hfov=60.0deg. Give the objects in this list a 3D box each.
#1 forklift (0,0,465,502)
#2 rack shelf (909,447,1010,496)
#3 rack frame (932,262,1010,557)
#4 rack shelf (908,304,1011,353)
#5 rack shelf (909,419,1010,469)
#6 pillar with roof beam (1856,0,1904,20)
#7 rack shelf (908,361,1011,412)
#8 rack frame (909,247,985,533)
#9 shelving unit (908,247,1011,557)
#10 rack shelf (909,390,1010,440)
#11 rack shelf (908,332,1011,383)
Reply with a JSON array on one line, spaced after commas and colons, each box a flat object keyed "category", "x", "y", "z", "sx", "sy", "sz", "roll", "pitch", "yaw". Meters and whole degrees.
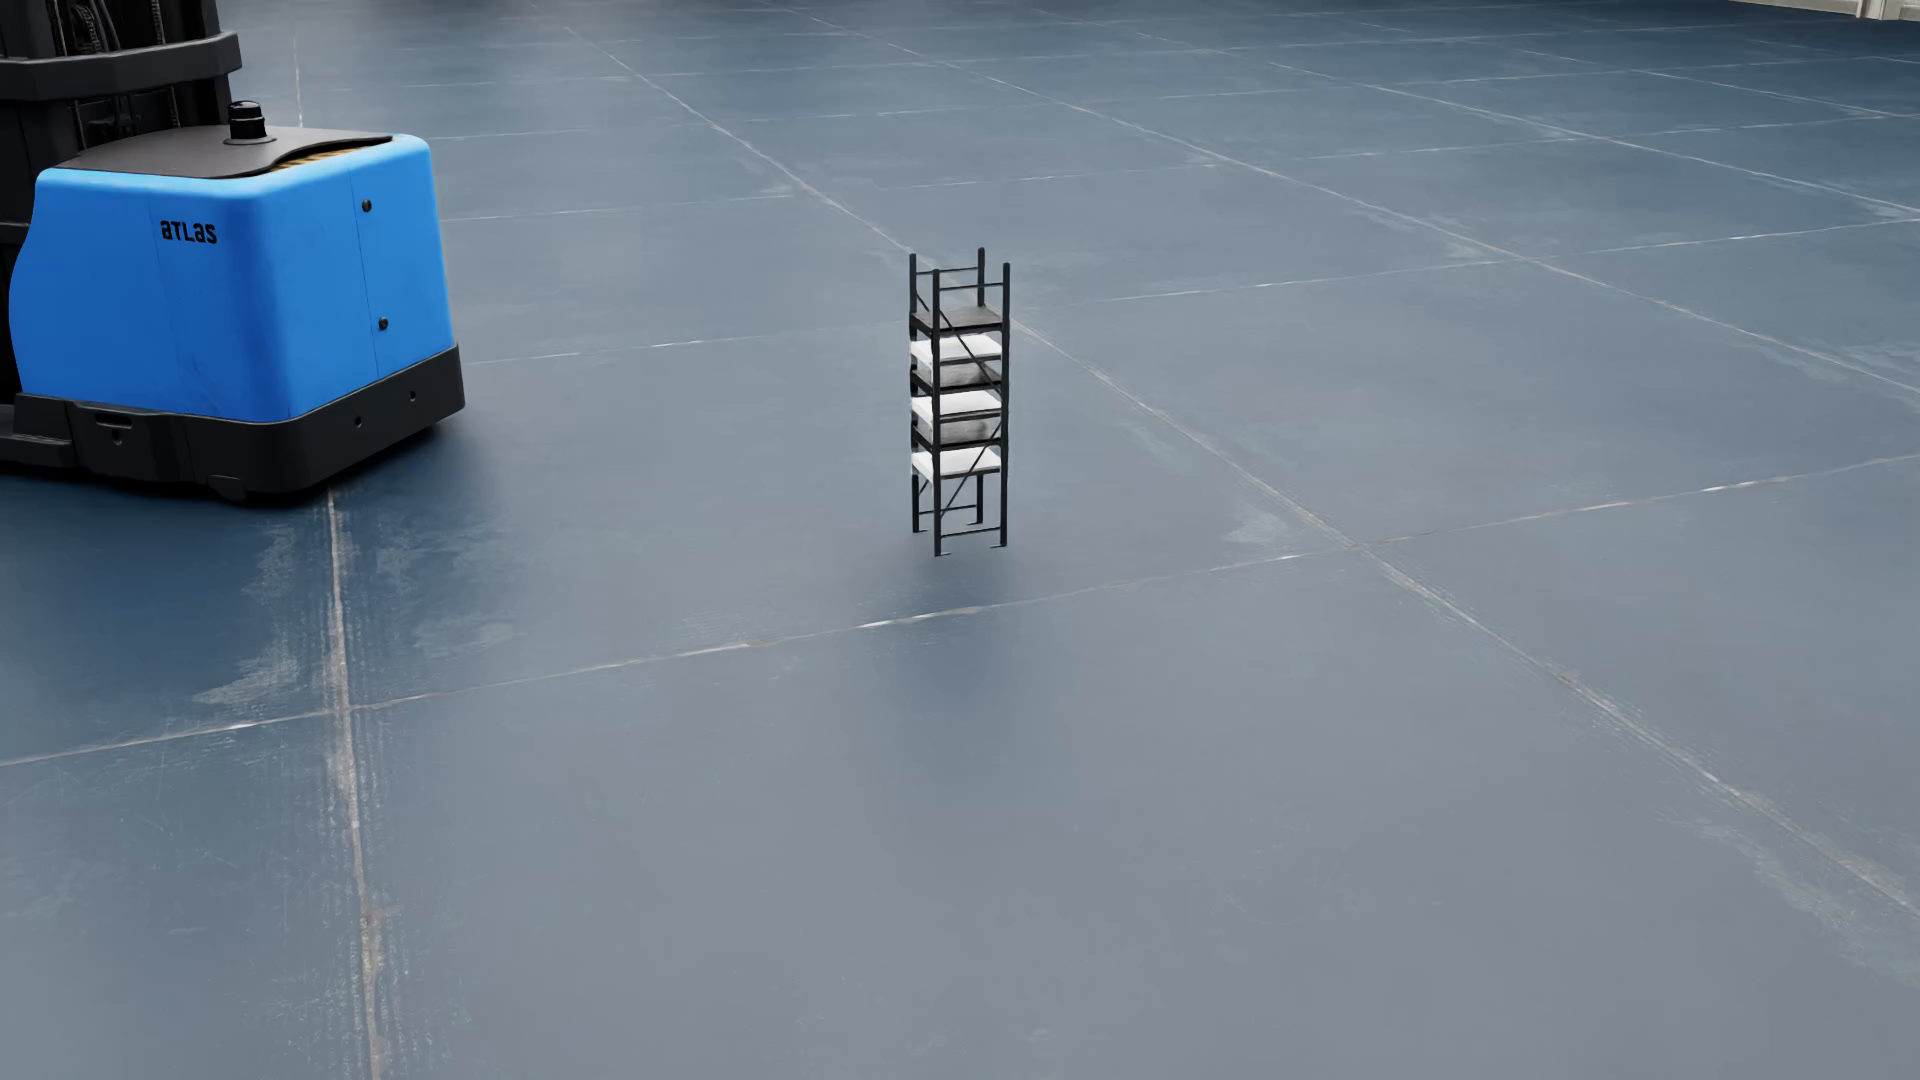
[{"category": "forklift", "x": -3.436, "y": -1.806, "z": 5.762, "sx": 3.031, "sy": 2.935, "sz": 1.130, "roll": 8, "pitch": 24, "yaw": 17}, {"category": "rack shelf", "x": -0.003, "y": -0.221, "z": 5.165, "sx": 0.258, "sy": 0.077, "sz": 0.200, "roll": -8, "pitch": 24, "yaw": -19}, {"category": "rack frame", "x": 0.033, "y": -0.381, "z": 4.995, "sx": 0.240, "sy": 0.900, "sz": 0.006, "roll": -8, "pitch": 24, "yaw": -19}, {"category": "rack shelf", "x": -0.003, "y": -0.636, "z": 4.990, "sx": 0.258, "sy": 0.077, "sz": 0.200, "roll": -8, "pitch": 24, "yaw": -19}, {"category": "rack shelf", "x": -0.003, "y": -0.304, "z": 5.130, "sx": 0.258, "sy": 0.077, "sz": 0.200, "roll": -8, "pitch": 24, "yaw": -19}, {"category": "pillar with roof beam", "x": 7.308, "y": -9.999, "z": 17.388, "sx": 9.100, "sy": 9.000, "sz": 0.400, "roll": -8, "pitch": 24, "yaw": -19}, {"category": "rack shelf", "x": -0.003, "y": -0.470, "z": 5.060, "sx": 0.258, "sy": 0.077, "sz": 0.200, "roll": -8, "pitch": 24, "yaw": -19}, {"category": "rack frame", "x": -0.039, "y": -0.455, "z": 5.170, "sx": 0.240, "sy": 0.900, "sz": 0.006, "roll": -8, "pitch": 24, "yaw": -19}, {"category": "shelving unit", "x": -0.003, "y": -0.418, "z": 5.082, "sx": 0.258, "sy": 0.900, "sz": 0.210, "roll": -8, "pitch": 24, "yaw": -19}, {"category": "rack shelf", "x": -0.003, "y": -0.387, "z": 5.095, "sx": 0.258, "sy": 0.077, "sz": 0.200, "roll": -8, "pitch": 24, "yaw": -19}, {"category": "rack shelf", "x": -0.003, "y": -0.553, "z": 5.025, "sx": 0.258, "sy": 0.077, "sz": 0.200, "roll": -8, "pitch": 24, "yaw": -19}]
